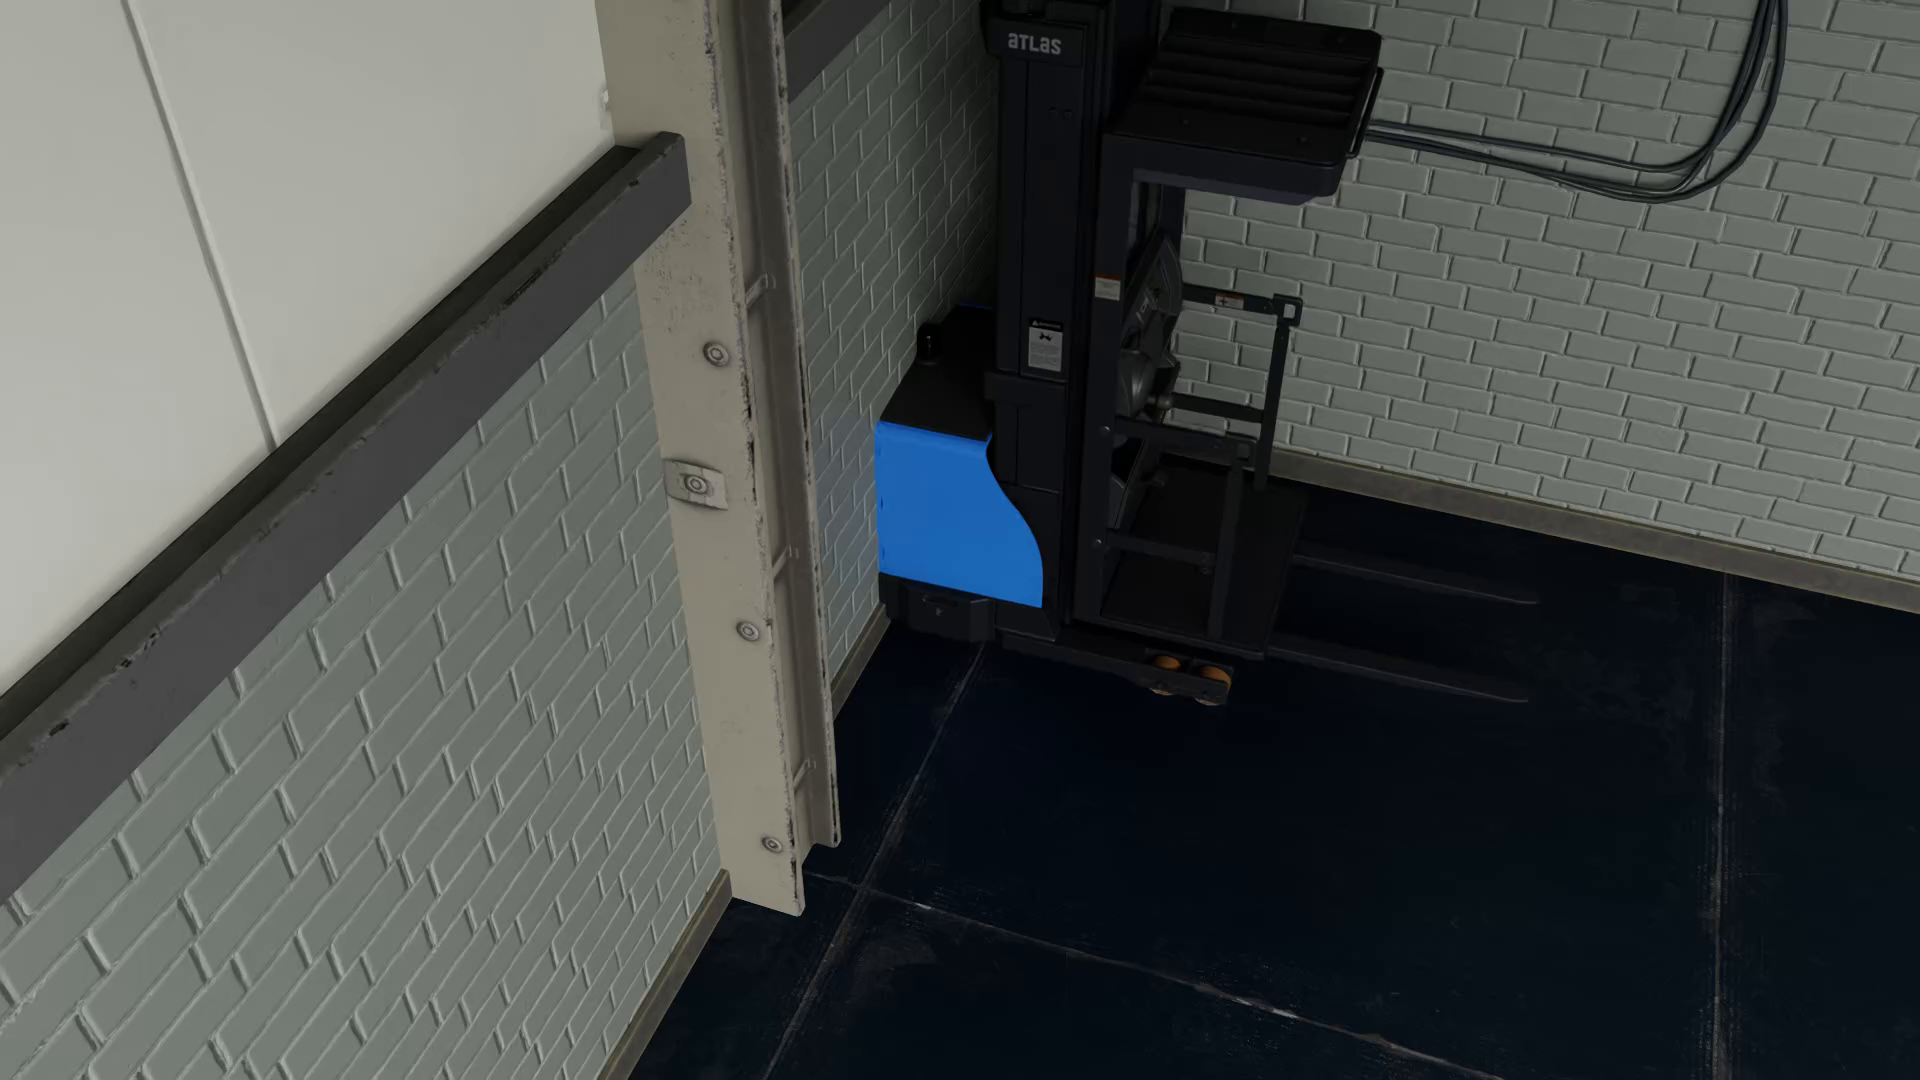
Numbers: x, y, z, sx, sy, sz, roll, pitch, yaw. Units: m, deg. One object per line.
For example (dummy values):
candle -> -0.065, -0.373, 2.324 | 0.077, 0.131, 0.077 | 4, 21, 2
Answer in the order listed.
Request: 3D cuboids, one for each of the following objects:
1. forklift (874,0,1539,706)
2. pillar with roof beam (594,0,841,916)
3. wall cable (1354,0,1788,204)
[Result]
forklift -> 0.927, -0.817, 6.403 | 3.031, 2.935, 1.130 | 12, 42, 14
pillar with roof beam -> 3.381, -1.243, 2.228 | 9.100, 9.000, 0.400 | 13, 42, 15
wall cable -> 1.586, -2.521, 6.118 | 3.097, 2.526, 0.112 | 13, 42, 15
